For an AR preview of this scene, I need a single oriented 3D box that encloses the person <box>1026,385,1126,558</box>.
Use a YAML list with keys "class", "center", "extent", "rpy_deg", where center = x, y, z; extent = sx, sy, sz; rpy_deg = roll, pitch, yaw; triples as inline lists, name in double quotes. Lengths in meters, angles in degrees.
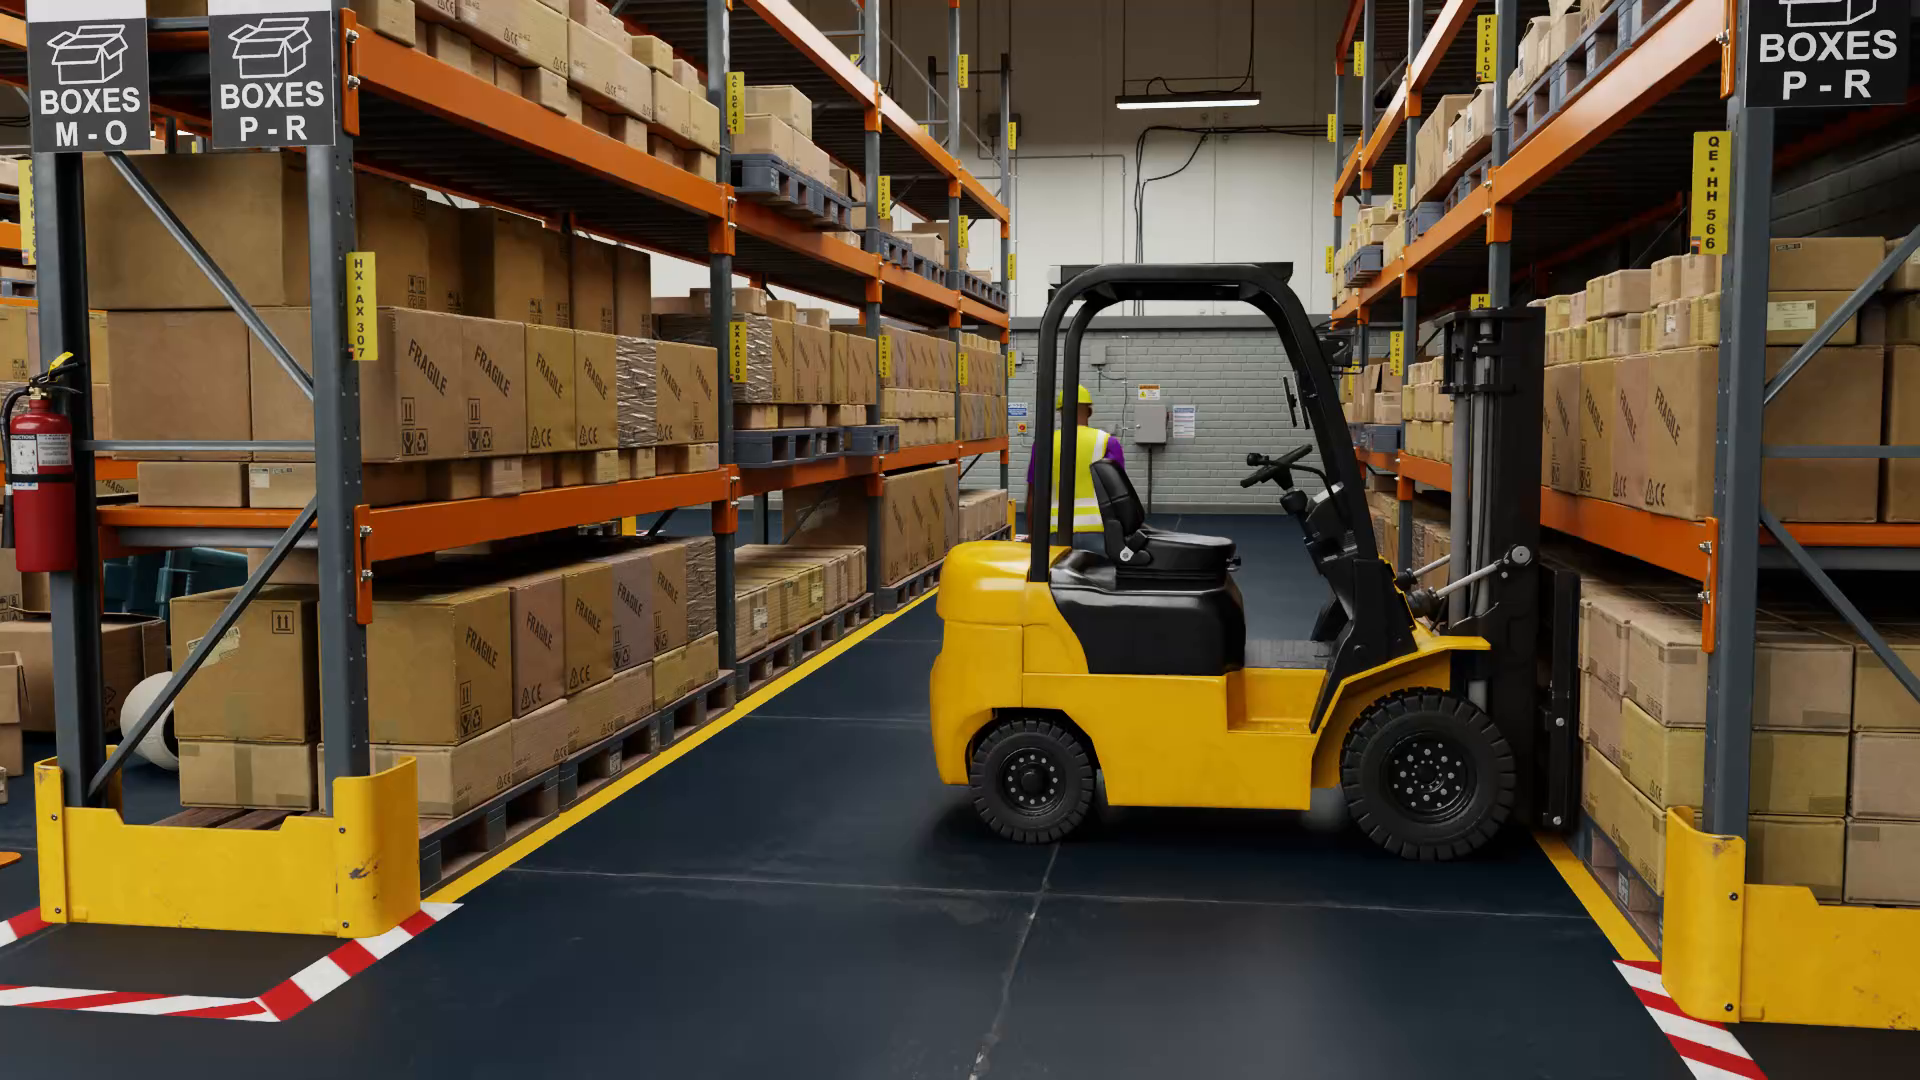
- class: "person"
  center: [0.708, -0.010, 9.726]
  extent: [0.665, 1.809, 0.522]
  rpy_deg: [1, 5, 12]
